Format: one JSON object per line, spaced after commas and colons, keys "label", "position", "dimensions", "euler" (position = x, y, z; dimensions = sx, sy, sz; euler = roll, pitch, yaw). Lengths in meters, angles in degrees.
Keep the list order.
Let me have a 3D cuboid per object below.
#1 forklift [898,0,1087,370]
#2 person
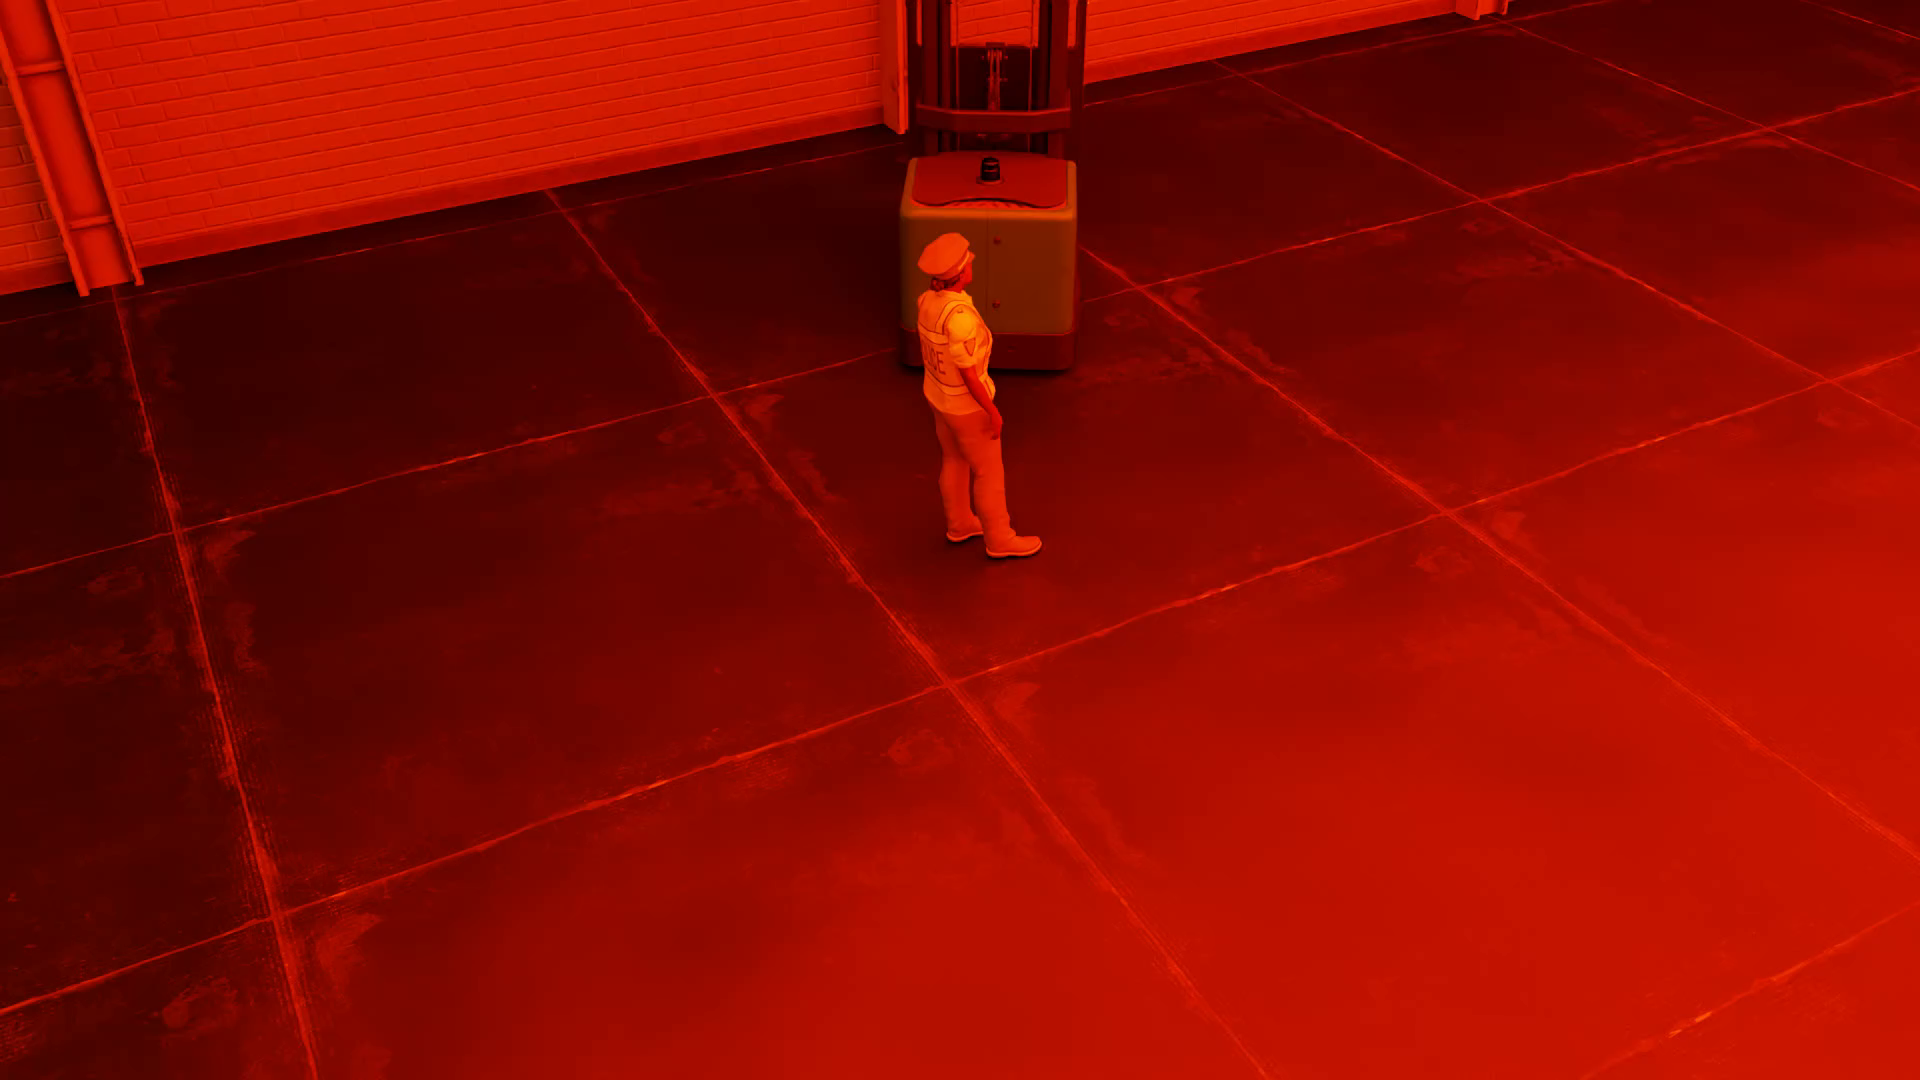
{"label": "forklift", "position": [0.233, -3.042, 10.427], "dimensions": [1.130, 2.935, 3.031], "euler": [2, 35, 2]}
{"label": "person", "position": [0.075, -0.708, 8.183], "dimensions": [0.530, 1.695, 0.570], "euler": [-17, 39, -23]}
